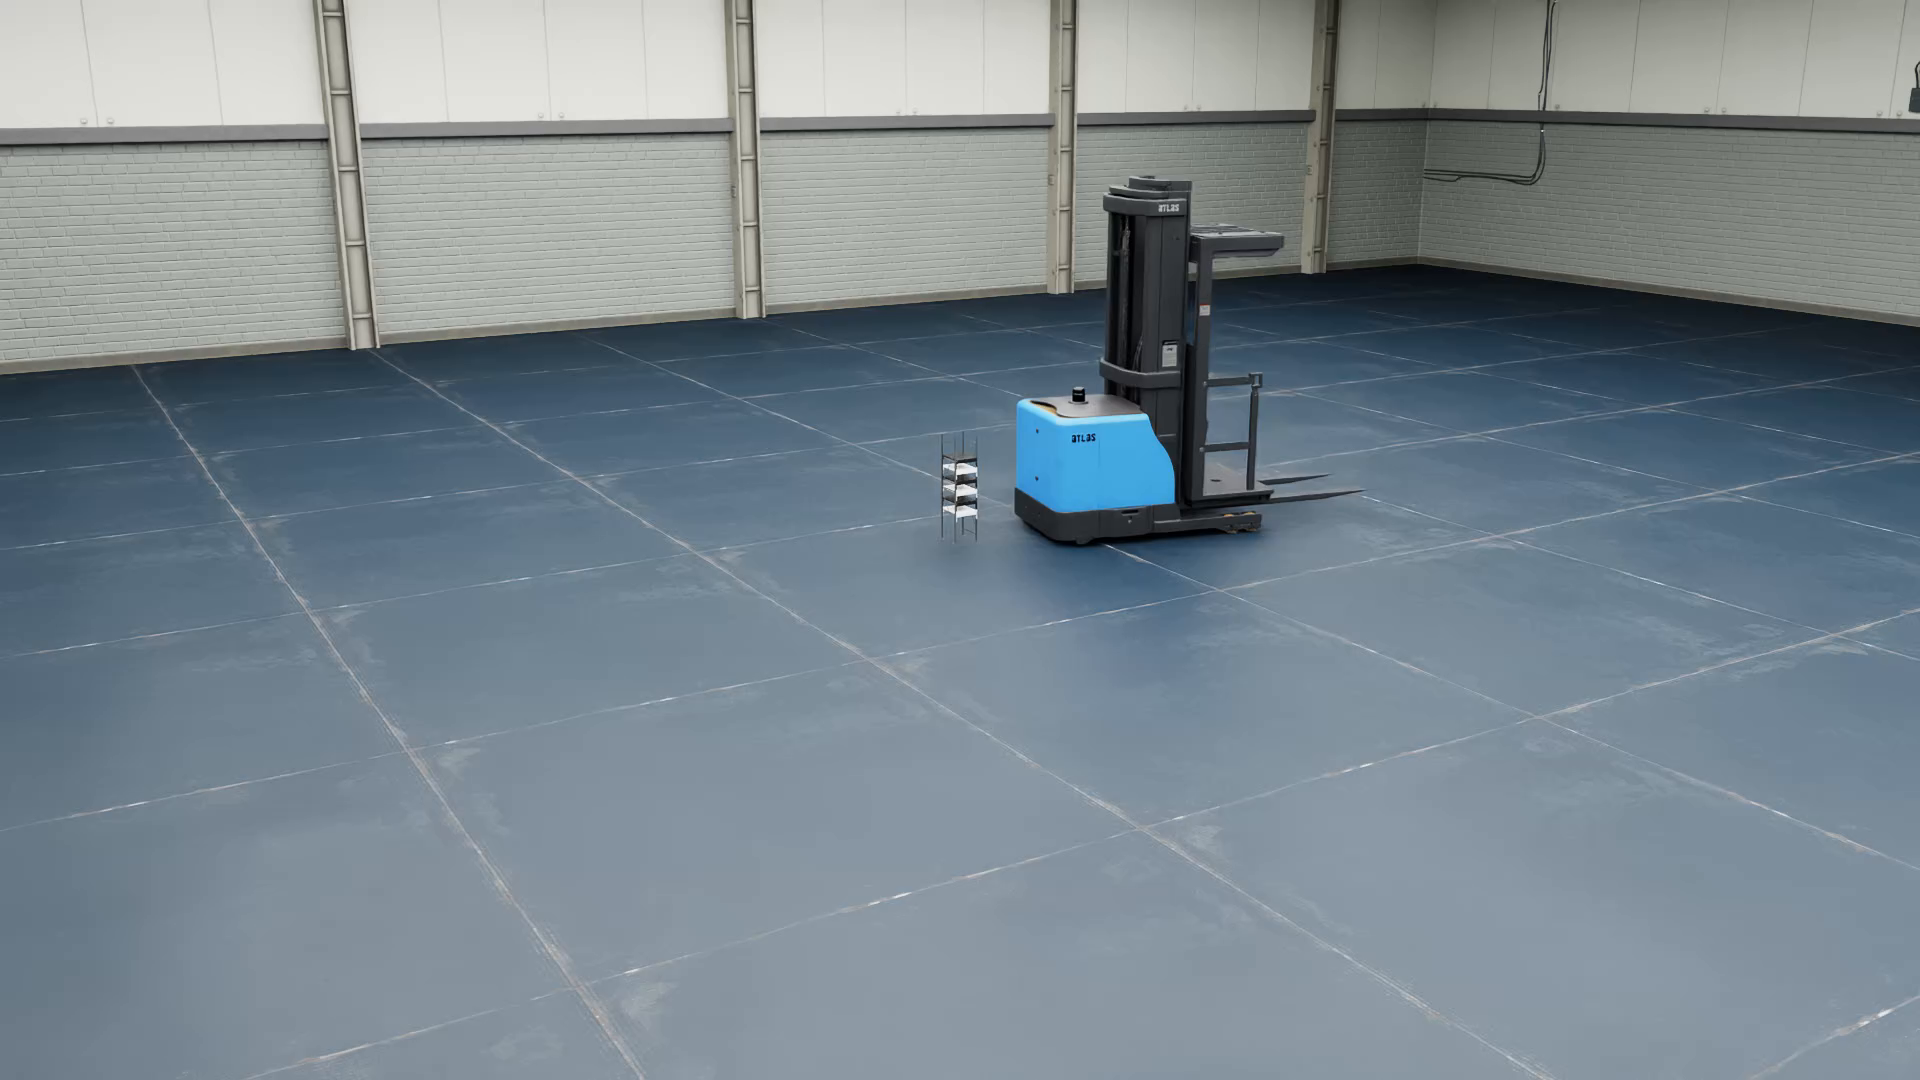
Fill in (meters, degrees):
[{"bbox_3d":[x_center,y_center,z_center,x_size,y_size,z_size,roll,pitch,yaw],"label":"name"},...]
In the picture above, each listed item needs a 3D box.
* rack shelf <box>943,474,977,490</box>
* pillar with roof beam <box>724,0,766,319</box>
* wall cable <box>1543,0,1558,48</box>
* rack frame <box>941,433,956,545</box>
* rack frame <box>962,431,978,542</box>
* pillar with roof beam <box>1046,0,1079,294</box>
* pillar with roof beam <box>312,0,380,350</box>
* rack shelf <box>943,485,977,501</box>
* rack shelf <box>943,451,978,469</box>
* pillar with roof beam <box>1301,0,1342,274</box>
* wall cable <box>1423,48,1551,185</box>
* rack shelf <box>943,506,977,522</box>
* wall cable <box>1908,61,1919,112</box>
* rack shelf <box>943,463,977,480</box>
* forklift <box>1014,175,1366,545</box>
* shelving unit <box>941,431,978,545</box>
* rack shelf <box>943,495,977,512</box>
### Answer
[{"bbox_3d":[-0.007,-0.487,13.769,0.200,0.077,0.258,-9,18,-30],"label":"rack shelf"},{"bbox_3d":[-1.141,-6.917,21.913,0.400,9.000,9.100,-9,18,-30],"label":"pillar with roof beam"},{"bbox_3d":[11.527,-9.995,29.291,0.112,2.526,3.097,-9,18,-30],"label":"wall cable"},{"bbox_3d":[-0.094,-0.418,13.734,0.006,0.900,0.240,-9,18,-30],"label":"rack frame"},{"bbox_3d":[0.080,-0.446,13.835,0.006,0.900,0.240,-9,18,-30],"label":"rack frame"},{"bbox_3d":[4.002,-7.751,24.889,0.400,9.000,9.100,-9,18,-30],"label":"pillar with roof beam"},{"bbox_3d":[-6.284,-6.083,18.938,0.400,9.000,9.100,-9,18,-30],"label":"pillar with roof beam"},{"bbox_3d":[-0.007,-0.400,13.793,0.200,0.077,0.258,-9,18,-30],"label":"rack shelf"},{"bbox_3d":[-0.007,-0.660,13.720,0.200,0.077,0.258,-9,18,-30],"label":"rack shelf"},{"bbox_3d":[9.145,-8.585,27.864,0.400,9.000,9.100,-9,18,-30],"label":"pillar with roof beam"},{"bbox_3d":[10.134,-8.190,32.206,0.112,2.526,3.097,-9,18,-30],"label":"wall cable"},{"bbox_3d":[-0.007,-0.227,13.842,0.200,0.077,0.258,-9,18,-30],"label":"rack shelf"},{"bbox_3d":[15.010,-9.124,23.484,0.169,6.003,2.305,-9,18,-30],"label":"wall cable"},{"bbox_3d":[-0.007,-0.573,13.745,0.200,0.077,0.258,-9,18,-30],"label":"rack shelf"},{"bbox_3d":[2.048,-1.593,14.162,3.031,2.935,1.130,-5,17,-18],"label":"forklift"},{"bbox_3d":[-0.007,-0.432,13.784,0.210,0.900,0.258,-9,18,-30],"label":"shelving unit"},{"bbox_3d":[-0.007,-0.313,13.818,0.200,0.077,0.258,-9,18,-30],"label":"rack shelf"}]
